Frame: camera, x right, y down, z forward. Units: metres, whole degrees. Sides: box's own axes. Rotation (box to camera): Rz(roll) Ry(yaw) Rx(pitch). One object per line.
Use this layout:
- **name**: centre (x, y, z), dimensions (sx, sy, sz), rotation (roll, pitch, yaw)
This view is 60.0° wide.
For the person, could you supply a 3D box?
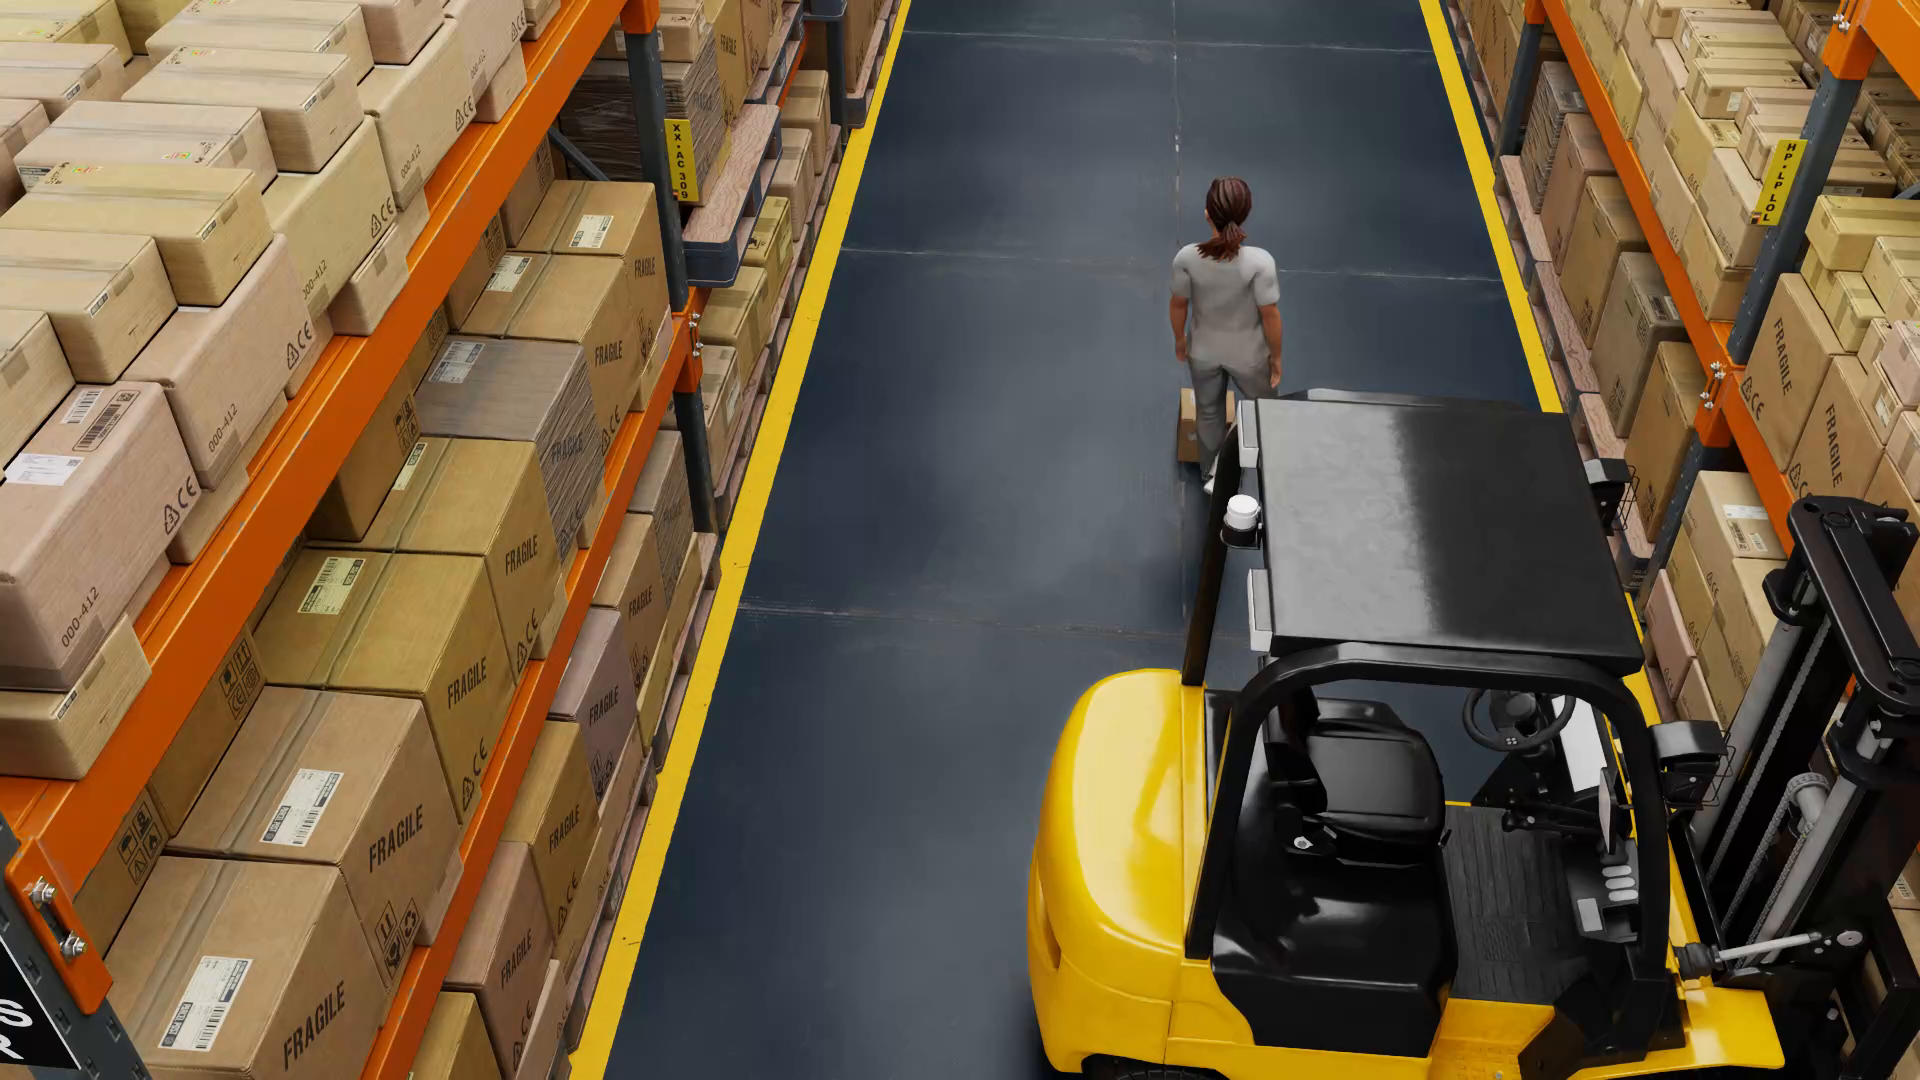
- **person**: centre (1.152, -0.844, 7.138), dimensions (0.508, 1.664, 0.616), rotation (13, 42, 14)
